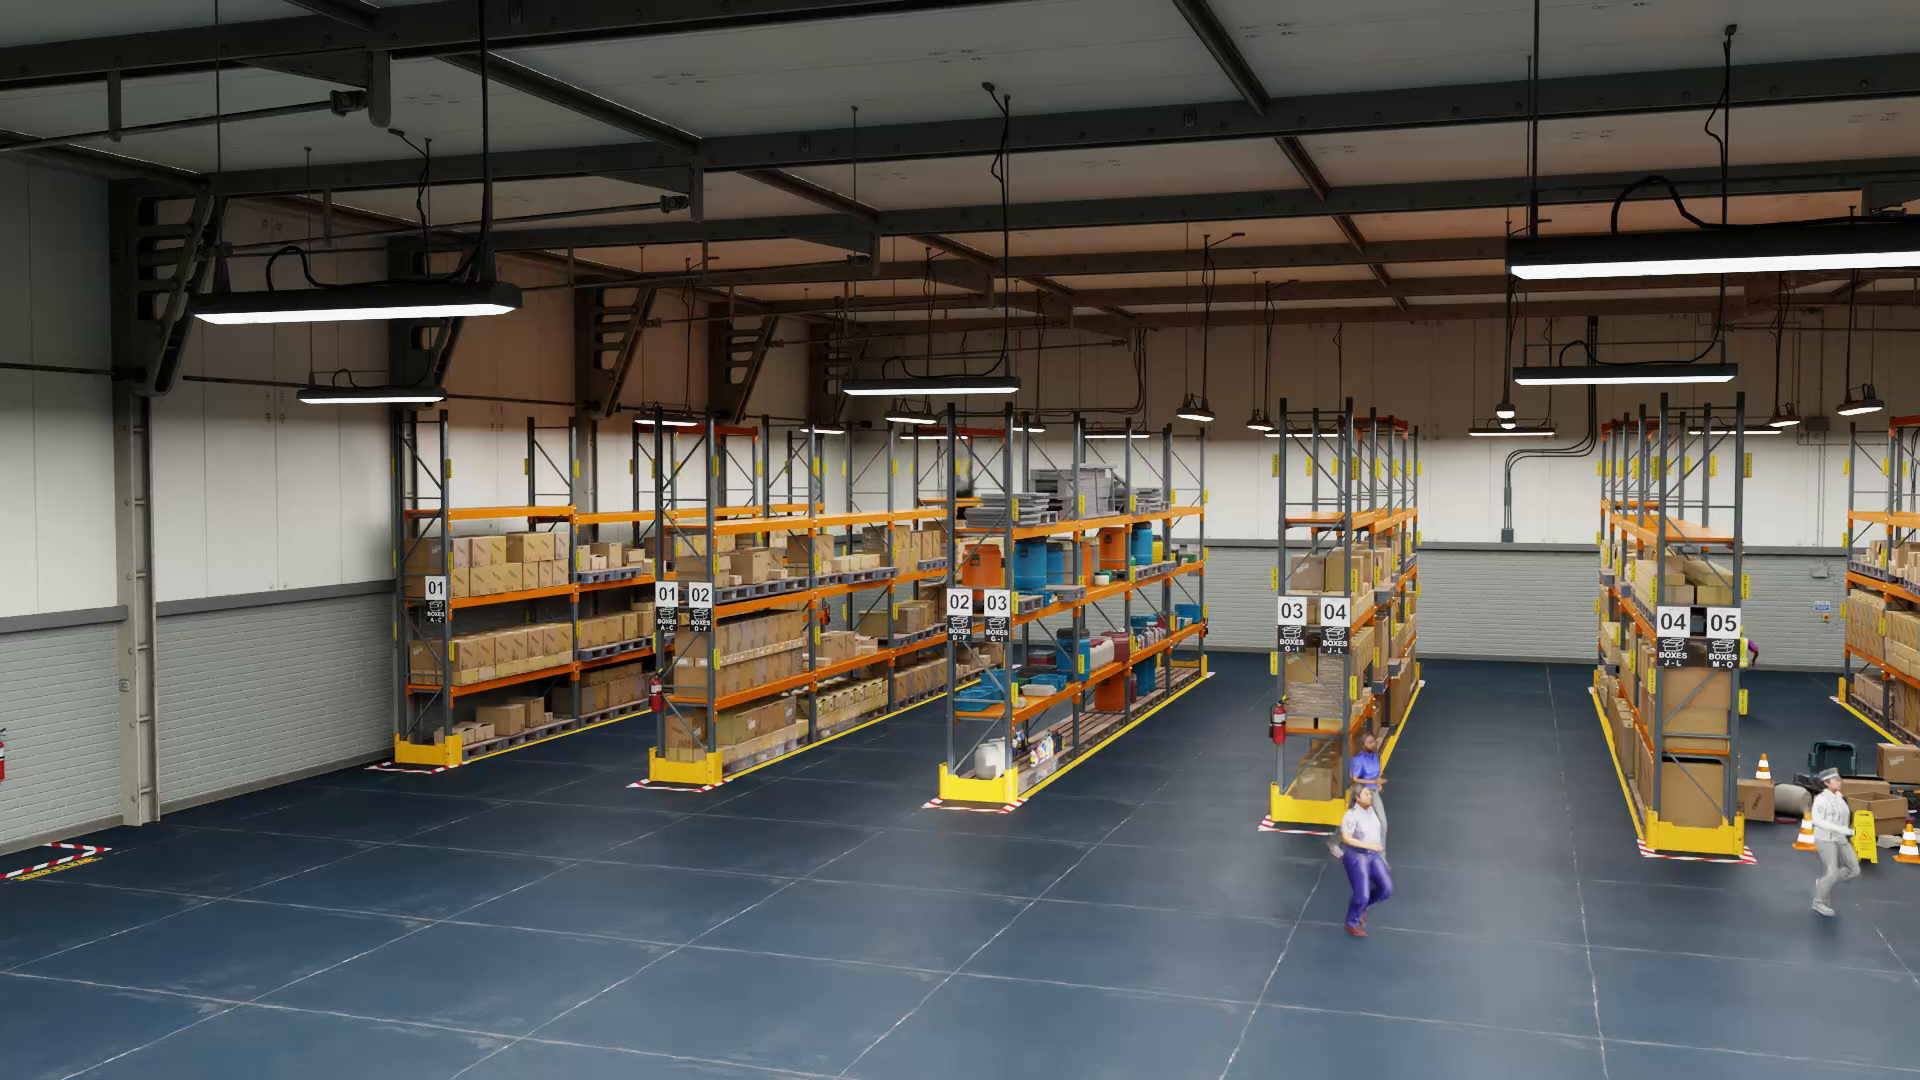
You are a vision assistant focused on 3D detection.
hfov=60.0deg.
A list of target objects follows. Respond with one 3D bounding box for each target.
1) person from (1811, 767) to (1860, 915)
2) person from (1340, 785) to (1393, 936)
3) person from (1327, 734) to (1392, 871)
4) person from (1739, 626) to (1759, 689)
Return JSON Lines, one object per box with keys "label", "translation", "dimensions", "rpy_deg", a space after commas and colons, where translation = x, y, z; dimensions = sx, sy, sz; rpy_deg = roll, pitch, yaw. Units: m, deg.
{"label": "person", "translation": [9.799, 3.367, 18.610], "dimensions": [0.668, 1.668, 0.526], "rpy_deg": [-2, 3, -33]}
{"label": "person", "translation": [4.354, 3.430, 17.796], "dimensions": [0.657, 1.615, 0.522], "rpy_deg": [-2, 3, -40]}
{"label": "person", "translation": [5.081, 3.277, 21.013], "dimensions": [0.587, 1.699, 0.896], "rpy_deg": [-2, 3, -32]}
{"label": "person", "translation": [16.041, 2.618, 34.340], "dimensions": [0.699, 1.756, 0.988], "rpy_deg": [0, 2, 8]}
